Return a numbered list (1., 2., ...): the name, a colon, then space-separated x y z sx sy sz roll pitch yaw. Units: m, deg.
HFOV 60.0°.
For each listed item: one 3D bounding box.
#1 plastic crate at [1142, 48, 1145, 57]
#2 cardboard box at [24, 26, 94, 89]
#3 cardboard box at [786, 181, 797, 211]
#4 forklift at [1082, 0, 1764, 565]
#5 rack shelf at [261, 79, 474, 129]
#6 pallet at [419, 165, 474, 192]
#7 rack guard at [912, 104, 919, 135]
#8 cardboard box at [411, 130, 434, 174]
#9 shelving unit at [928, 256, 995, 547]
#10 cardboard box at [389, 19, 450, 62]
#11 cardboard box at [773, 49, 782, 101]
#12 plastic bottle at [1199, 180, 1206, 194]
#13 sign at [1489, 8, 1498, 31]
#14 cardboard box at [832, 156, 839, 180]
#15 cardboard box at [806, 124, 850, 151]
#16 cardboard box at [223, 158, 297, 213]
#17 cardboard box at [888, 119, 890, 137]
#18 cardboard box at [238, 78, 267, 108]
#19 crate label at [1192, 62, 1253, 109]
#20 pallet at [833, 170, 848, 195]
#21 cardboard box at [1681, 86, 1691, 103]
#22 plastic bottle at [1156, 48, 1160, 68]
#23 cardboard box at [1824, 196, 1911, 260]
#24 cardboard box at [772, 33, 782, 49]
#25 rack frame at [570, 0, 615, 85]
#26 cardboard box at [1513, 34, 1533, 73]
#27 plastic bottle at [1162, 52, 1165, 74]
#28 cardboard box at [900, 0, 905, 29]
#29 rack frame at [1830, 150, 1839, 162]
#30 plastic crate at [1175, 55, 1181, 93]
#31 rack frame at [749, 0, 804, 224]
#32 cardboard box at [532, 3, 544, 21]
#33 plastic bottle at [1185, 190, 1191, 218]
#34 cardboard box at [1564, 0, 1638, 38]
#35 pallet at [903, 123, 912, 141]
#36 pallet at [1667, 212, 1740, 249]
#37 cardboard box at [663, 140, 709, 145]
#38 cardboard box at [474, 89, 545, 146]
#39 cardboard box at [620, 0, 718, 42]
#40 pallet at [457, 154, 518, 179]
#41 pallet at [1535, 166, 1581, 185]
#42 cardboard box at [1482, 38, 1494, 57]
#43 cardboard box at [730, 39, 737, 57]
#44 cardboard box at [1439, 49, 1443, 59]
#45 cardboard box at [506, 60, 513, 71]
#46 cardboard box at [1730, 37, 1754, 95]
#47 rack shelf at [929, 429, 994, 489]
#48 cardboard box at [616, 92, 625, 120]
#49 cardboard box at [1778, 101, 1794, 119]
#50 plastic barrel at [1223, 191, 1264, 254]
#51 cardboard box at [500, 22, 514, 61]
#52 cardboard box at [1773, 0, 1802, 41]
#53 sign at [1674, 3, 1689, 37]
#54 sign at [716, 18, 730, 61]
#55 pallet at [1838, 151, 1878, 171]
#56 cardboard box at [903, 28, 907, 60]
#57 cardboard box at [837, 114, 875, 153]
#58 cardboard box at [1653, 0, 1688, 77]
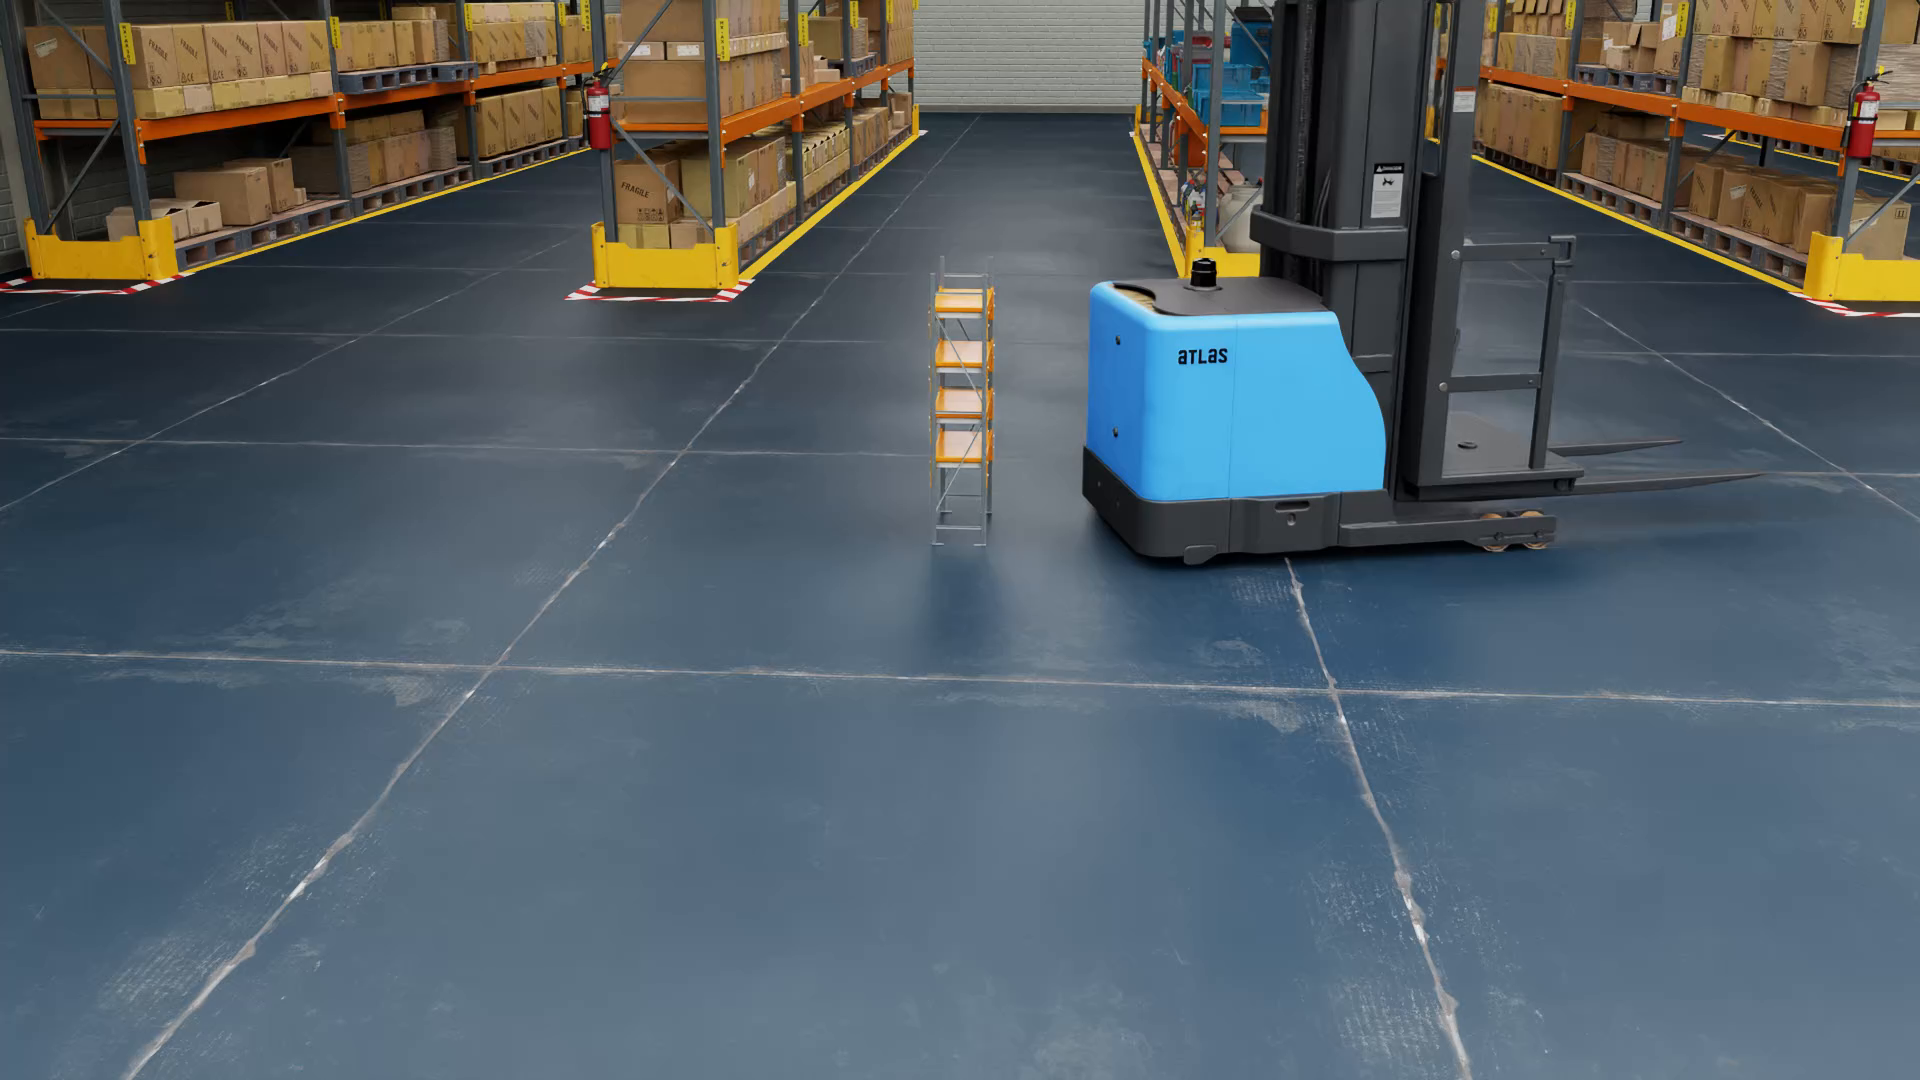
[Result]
1. plastic crate: 3.181 -8.170 27.868 0.250 0.136 0.298 1 18 4
2. cardboard box: -7.575 -4.132 14.220 0.500 0.500 0.500 1 18 3
3. cardboard box: -1.984 -3.563 17.221 0.500 0.250 0.500 1 18 4
4. forklift: 2.147 -1.497 7.284 3.031 2.935 1.130 -4 18 -11
5. rack shelf: -6.966 -5.208 19.654 1.077 0.370 4.000 1 18 4
6. pallet: -6.880 -4.603 21.132 1.003 0.211 1.213 1 18 4
7. rack guard: -1.314 -7.335 29.004 1.175 0.500 0.348 1 18 4
8. cardboard box: -6.975 -4.810 20.592 0.700 0.500 0.500 1 18 4
9. shelving unit: 0.012 -0.622 7.393 0.258 1.200 0.503 1 18 4
10. cardboard box: -6.847 -6.281 20.908 0.700 0.500 0.500 -1 18 -3
11. cardboard box: -2.194 -4.729 16.876 0.700 0.500 0.500 1 18 2
12. plastic bottle: 2.444 -3.413 16.569 0.144 0.351 0.185 1 18 4
13. sign: 7.732 -7.542 24.106 0.100 0.325 0.005 1 18 4
14. cardboard box: -1.749 -4.469 19.986 0.500 0.250 0.500 2 18 5
15. cardboard box: -1.674 -5.053 20.866 0.500 0.311 0.500 2 18 5
16. cardboard box: -7.144 -3.626 16.981 0.500 0.500 0.500 0 18 0
17. cardboard box: -1.349 -6.361 25.629 0.500 0.311 0.500 1 18 4
18. cardboard box: -6.941 -4.245 15.771 0.500 0.250 0.500 1 18 4
19. crate label: 2.347 -4.059 14.938 0.502 0.435 0.616 1 18 4
20. pallet: -1.980 -4.481 20.761 1.003 0.211 1.213 1 18 4
21. cardboard box: 7.397 -4.417 16.490 0.380 0.149 0.250 1 18 4
22. plastic bottle: 2.884 -6.991 24.128 0.061 0.283 0.133 1 18 4
23. cardboard box: 7.487 -2.560 13.758 0.500 0.500 0.500 5 19 14
24. cardboard box: -1.994 -5.009 16.690 0.380 0.149 0.250 1 18 3
25. rack frame: -6.249 -8.655 29.021 1.000 3.000 0.127 1 18 4
26. cardboard box: 7.932 -6.680 22.832 0.500 0.500 0.500 1 18 3
27. plastic bottle: 2.744 -6.384 22.277 0.061 0.283 0.133 1 18 4
28. cardboard box: -1.171 -8.447 26.618 0.500 0.500 0.500 2 18 6
29. rack frame: 13.226 -6.939 23.783 1.000 3.000 0.127 1 18 4
30. plastic crate: 2.541 -5.049 18.041 0.392 0.384 0.575 1 18 4
31. rack frame: -2.168 -4.819 17.313 1.000 3.000 0.127 1 18 4
32. cardboard box: -6.361 -7.658 24.104 0.500 0.250 0.500 2 18 5
33. plastic bottle: 2.233 -3.275 16.257 0.061 0.283 0.133 2 18 6
34. cardboard box: 8.067 -6.590 20.946 0.797 0.503 0.637 2 18 6
35. pallet: -1.370 -6.949 28.293 1.003 0.211 1.213 1 18 4
36. pallet: 7.699 -3.062 16.430 1.003 0.211 1.213 1 18 4
37. cardboard box: -2.585 -3.621 16.193 0.500 0.500 0.500 1 18 4
38. cardboard box: -6.514 -6.110 24.031 0.750 0.750 0.750 2 18 6
39. cardboard box: -2.405 -4.402 13.796 0.700 0.500 0.500 1 18 4
40. pallet: -6.691 -5.089 22.614 1.003 0.211 1.213 1 18 4
41. pallet: 8.131 -4.757 21.602 1.003 0.211 1.213 1 18 4
42. cardboard box: 8.056 -7.294 24.630 0.500 0.250 0.500 1 18 3
43. cardboard box: -2.156 -4.287 14.488 0.380 0.149 0.250 1 18 3
44. cardboard box: 8.218 -8.101 27.734 0.380 0.149 0.250 1 18 5
45. cardboard box: -6.469 -6.635 23.225 0.380 0.149 0.250 1 18 4
46. cardboard box: 7.612 -4.335 15.198 0.875 0.500 0.500 1 18 4
47. rack shelf: 0.012 -0.369 7.476 0.258 0.148 0.480 1 18 4
48. cardboard box: -6.200 -7.447 28.674 0.700 0.500 0.500 1 18 4
49. cardboard box: 7.313 -3.717 14.352 0.380 0.149 0.250 1 18 4
50. plastic barrel: 2.456 -2.688 14.131 0.421 0.512 0.421 0 18 0
51. cardboard box: -6.449 -6.831 22.782 0.500 0.500 0.500 1 18 4
52. cardboard box: 7.287 -4.505 14.112 0.500 0.500 0.500 1 18 4
53. sign: 7.158 -5.158 16.488 0.100 0.325 0.005 1 18 4
54. sign: -1.902 -4.011 13.331 0.100 0.325 0.005 1 18 4
55. pallet: 13.171 -5.372 23.480 1.003 0.211 1.213 1 18 4
56. cardboard box: -1.144 -8.132 27.264 0.500 0.500 0.500 1 18 4
57. cardboard box: -1.459 -5.698 23.303 0.500 0.500 0.500 1 18 2
58. cardboard box: 7.909 -5.325 17.219 1.000 1.000 1.000 1 18 4
